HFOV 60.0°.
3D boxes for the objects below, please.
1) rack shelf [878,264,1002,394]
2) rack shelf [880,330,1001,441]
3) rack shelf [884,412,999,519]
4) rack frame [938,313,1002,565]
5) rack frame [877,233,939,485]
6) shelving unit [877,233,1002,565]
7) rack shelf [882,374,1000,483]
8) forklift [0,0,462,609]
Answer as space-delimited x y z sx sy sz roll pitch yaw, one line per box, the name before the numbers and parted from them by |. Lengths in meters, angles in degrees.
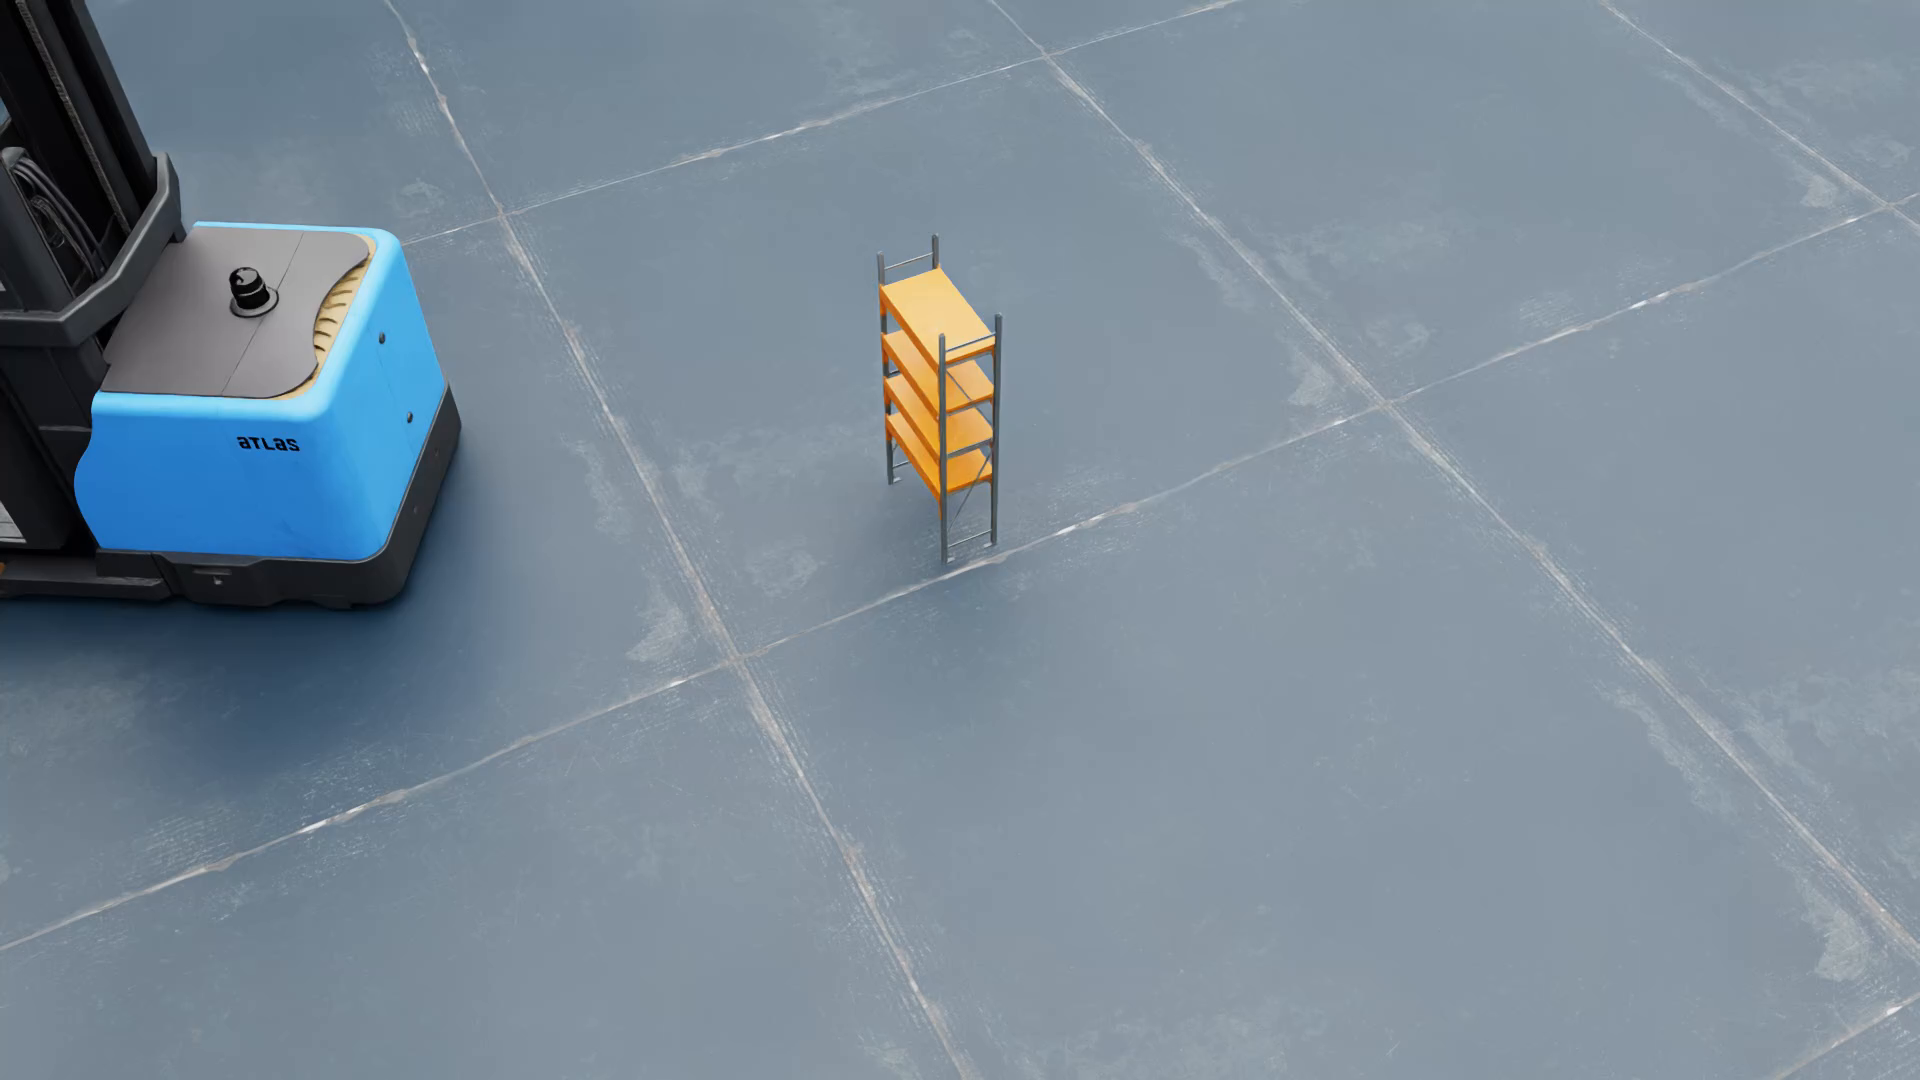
rack shelf | -0.076 -0.764 5.992 0.258 0.148 0.480 -21 52 -18
rack shelf | -0.076 -0.609 6.170 0.258 0.148 0.480 -21 52 -18
rack shelf | -0.076 -0.331 6.488 0.258 0.148 0.480 -21 52 -18
rack frame | 0.036 -0.342 6.145 0.240 1.200 0.015 -21 52 -18
rack frame | -0.187 -0.669 6.431 0.240 1.200 0.015 -21 52 -18
shelving unit | -0.076 -0.506 6.288 0.258 1.200 0.503 -21 52 -18
rack shelf | -0.076 -0.462 6.339 0.258 0.148 0.480 -21 52 -18
forklift | -3.623 -1.135 5.688 3.031 2.935 1.130 3 49 2
